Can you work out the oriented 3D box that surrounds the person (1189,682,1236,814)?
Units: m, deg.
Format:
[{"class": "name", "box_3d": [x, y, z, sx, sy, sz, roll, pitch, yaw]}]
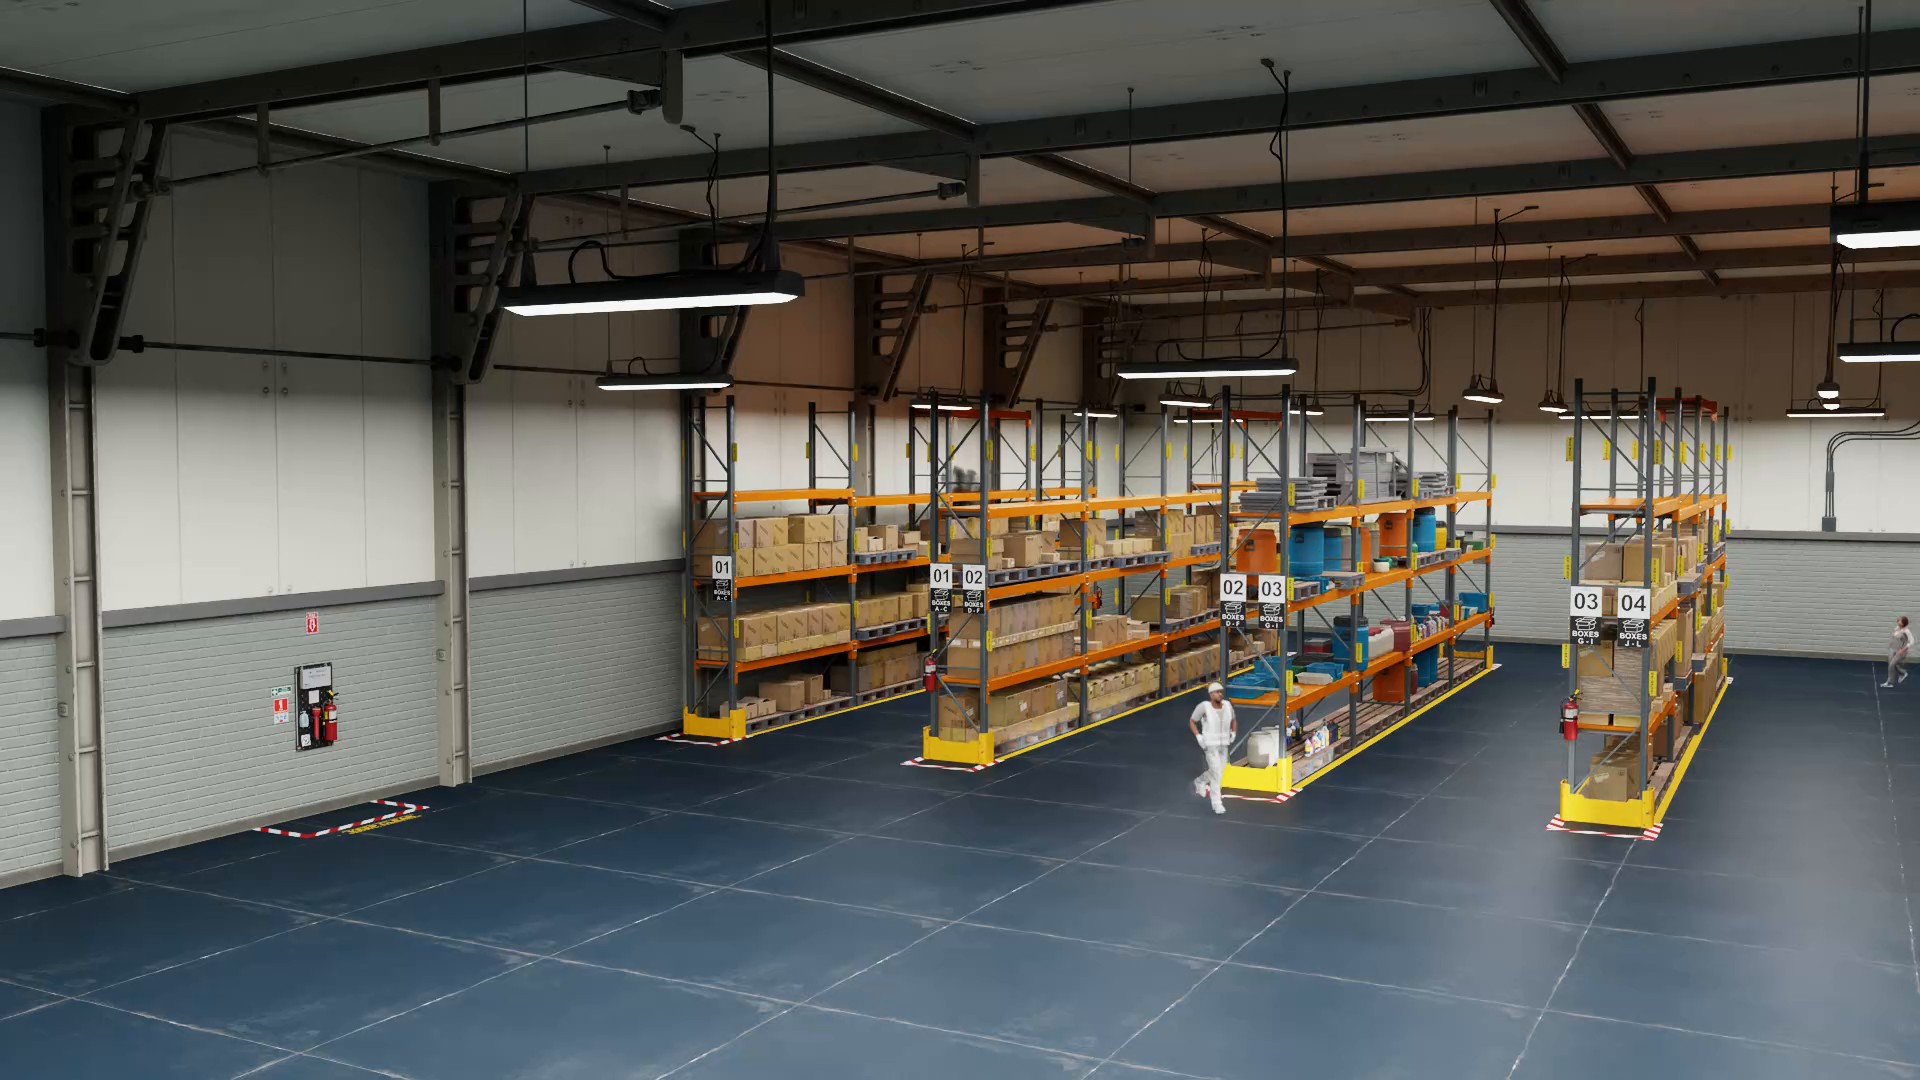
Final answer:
[{"class": "person", "box_3d": [3.568, 2.884, 23.414, 0.697, 1.790, 0.847, -1, 3, -25]}]

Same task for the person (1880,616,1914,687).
[{"class": "person", "box_3d": [19.930, 2.373, 35.188, 0.624, 1.543, 0.602, -1, 3, -11]}]
